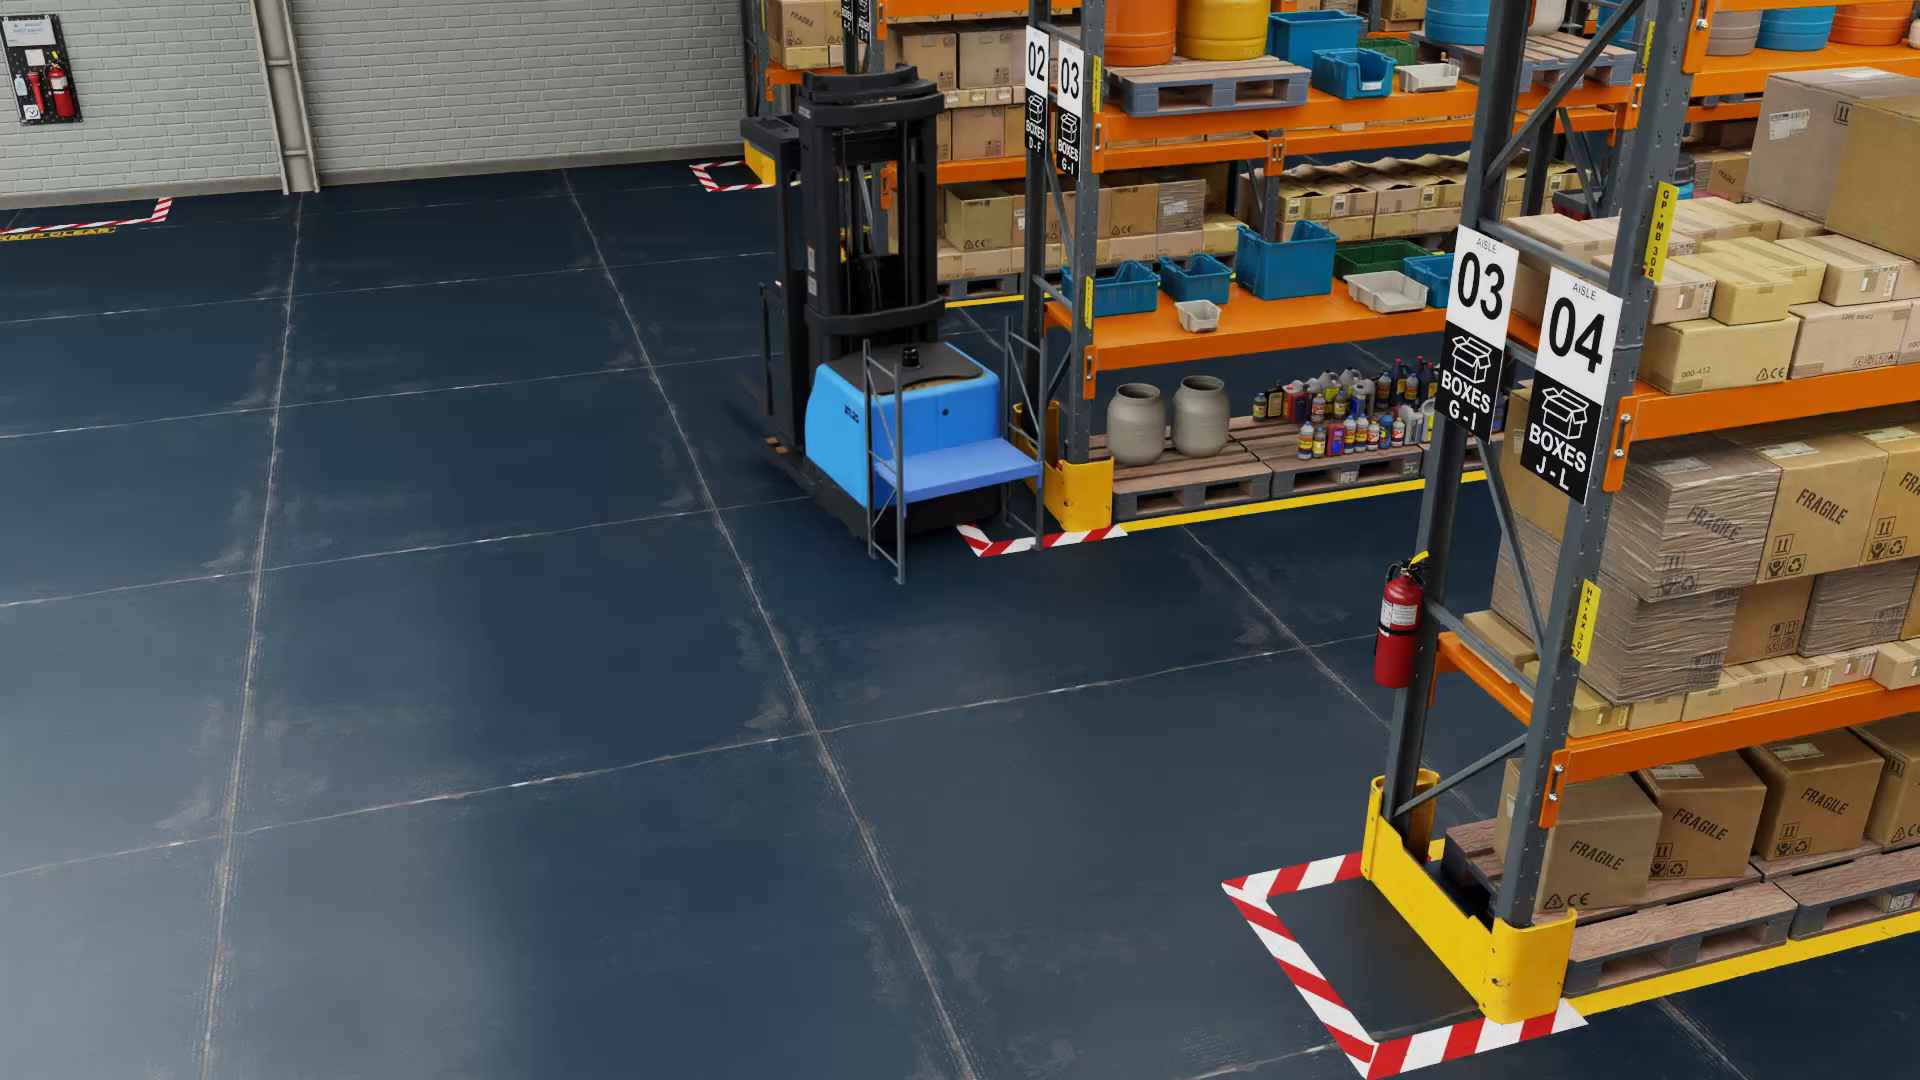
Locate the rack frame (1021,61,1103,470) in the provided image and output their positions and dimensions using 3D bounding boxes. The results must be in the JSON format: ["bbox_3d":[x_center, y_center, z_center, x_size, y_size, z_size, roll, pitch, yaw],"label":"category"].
[{"bbox_3d":[0.655,-1.626,11.147,0.127,3.000,1.000,-8,28,-16],"label":"rack frame"}]

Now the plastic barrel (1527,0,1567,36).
[{"bbox_3d":[3.988,-3.782,11.519,0.421,0.512,0.421,0,26,0],"label":"plastic barrel"}]

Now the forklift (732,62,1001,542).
[{"bbox_3d":[-0.845,-1.921,11.817,1.130,2.935,3.031,-13,29,-24],"label":"forklift"}]

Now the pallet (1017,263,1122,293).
[{"bbox_3d":[0.997,-2.761,16.569,1.213,0.211,1.003,-8,28,-16],"label":"pallet"}]

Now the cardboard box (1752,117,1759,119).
[{"bbox_3d":[9.049,-4.685,18.782,0.500,0.250,0.500,-8,28,-16],"label":"cardboard box"}]

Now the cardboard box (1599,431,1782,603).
[{"bbox_3d":[2.797,-0.118,6.538,0.500,0.500,0.500,-8,28,-16],"label":"cardboard box"}]

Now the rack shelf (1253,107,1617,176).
[{"bbox_3d":[4.830,-4.225,17.190,4.000,0.370,1.077,-8,28,-16],"label":"rack shelf"}]

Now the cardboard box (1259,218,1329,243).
[{"bbox_3d":[3.389,-3.179,16.895,0.500,0.250,0.500,-9,28,-17],"label":"cardboard box"}]

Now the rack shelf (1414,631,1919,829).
[{"bbox_3d":[4.091,0.515,7.643,4.000,0.370,1.077,-8,28,-16],"label":"rack shelf"}]

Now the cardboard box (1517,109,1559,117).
[{"bbox_3d":[5.962,-4.469,17.156,0.250,0.149,0.380,-8,28,-16],"label":"cardboard box"}]

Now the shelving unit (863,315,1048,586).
[{"bbox_3d":[-0.028,-0.585,10.736,1.048,1.500,0.538,-13,29,-24],"label":"shelving unit"}]

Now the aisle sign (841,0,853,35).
[{"bbox_3d":[-1.028,-5.001,15.020,0.004,0.787,0.394,-8,28,-16],"label":"aisle sign"}]

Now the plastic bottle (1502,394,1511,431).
[{"bbox_3d":[4.103,-0.952,12.348,0.133,0.283,0.061,-7,27,-14],"label":"plastic bottle"}]

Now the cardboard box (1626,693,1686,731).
[{"bbox_3d":[2.778,0.616,6.913,0.250,0.149,0.380,-8,28,-16],"label":"cardboard box"}]

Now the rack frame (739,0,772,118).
[{"bbox_3d":[-2.413,-5.815,19.584,0.127,3.000,1.000,-8,28,-16],"label":"rack frame"}]

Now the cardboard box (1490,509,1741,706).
[{"bbox_3d":[2.721,0.226,6.969,0.500,0.500,0.875,-8,28,-16],"label":"cardboard box"}]

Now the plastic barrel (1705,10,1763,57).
[{"bbox_3d":[5.497,-3.997,11.985,0.600,0.901,0.600,0,26,0],"label":"plastic barrel"}]

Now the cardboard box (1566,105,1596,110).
[{"bbox_3d":[6.372,-4.751,17.541,0.500,0.311,0.500,-7,27,-13],"label":"cardboard box"}]

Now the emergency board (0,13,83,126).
[{"bbox_3d":[-10.081,-5.127,18.198,0.643,1.169,0.194,-8,28,-16],"label":"emergency board"}]

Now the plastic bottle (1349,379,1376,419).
[{"bbox_3d":[3.049,-1.075,12.604,0.135,0.276,0.152,-8,28,-16],"label":"plastic bottle"}]

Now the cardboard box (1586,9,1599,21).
[{"bbox_3d":[8.531,-7.153,22.539,0.250,0.149,0.380,-8,27,-15],"label":"cardboard box"}]

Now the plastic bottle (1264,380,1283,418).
[{"bbox_3d":[2.371,-1.069,12.583,0.133,0.283,0.061,-8,27,-15],"label":"plastic bottle"}]

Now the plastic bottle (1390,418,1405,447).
[{"bbox_3d":[3.187,-0.791,12.116,0.097,0.201,0.097,0,26,0],"label":"plastic bottle"}]

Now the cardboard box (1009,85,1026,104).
[{"bbox_3d":[0.546,-4.162,15.413,0.250,0.149,0.380,-9,28,-18],"label":"cardboard box"}]

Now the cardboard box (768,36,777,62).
[{"bbox_3d":[-2.028,-5.903,19.908,0.500,0.250,0.500,-8,27,-15],"label":"cardboard box"}]

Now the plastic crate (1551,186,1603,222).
[{"bbox_3d":[4.824,-2.402,12.637,0.583,0.464,0.402,-8,28,-16],"label":"plastic crate"}]

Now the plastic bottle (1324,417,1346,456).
[{"bbox_3d":[2.697,-0.748,11.937,0.133,0.283,0.061,-8,27,-15],"label":"plastic bottle"}]

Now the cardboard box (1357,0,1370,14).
[{"bbox_3d":[5.562,-7.280,22.066,0.500,0.500,0.500,-8,28,-16],"label":"cardboard box"}]

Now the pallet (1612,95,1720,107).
[{"bbox_3d":[7.355,-4.860,17.876,1.003,0.211,1.213,-8,28,-16],"label":"pallet"}]

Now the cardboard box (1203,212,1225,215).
[{"bbox_3d":[2.394,-3.293,17.123,0.500,0.250,0.500,-8,28,-16],"label":"cardboard box"}]

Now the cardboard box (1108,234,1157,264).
[{"bbox_3d":[1.606,-2.932,16.397,0.500,0.250,0.500,-8,28,-16],"label":"cardboard box"}]

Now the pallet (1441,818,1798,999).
[{"bbox_3d":[3.045,1.610,7.765,1.213,0.211,1.003,-8,28,-16],"label":"pallet"}]

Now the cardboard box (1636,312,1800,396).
[{"bbox_3d":[2.727,-0.765,6.208,0.500,0.250,0.500,-7,27,-15],"label":"cardboard box"}]

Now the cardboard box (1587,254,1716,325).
[{"bbox_3d":[2.523,-0.927,6.085,0.250,0.149,0.380,-8,28,-16],"label":"cardboard box"}]

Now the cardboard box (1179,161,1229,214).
[{"bbox_3d":[2.391,-3.633,16.965,0.500,0.500,0.500,-8,28,-16],"label":"cardboard box"}]

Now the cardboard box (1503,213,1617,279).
[{"bbox_3d":[2.357,-1.157,6.549,0.250,0.149,0.380,-8,28,-16],"label":"cardboard box"}]

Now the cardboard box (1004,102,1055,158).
[{"bbox_3d":[0.545,-3.965,15.745,0.500,0.500,0.700,-8,28,-16],"label":"cardboard box"}]

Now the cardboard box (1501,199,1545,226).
[{"bbox_3d":[5.818,-3.531,17.604,0.500,0.250,0.500,-9,28,-17],"label":"cardboard box"}]

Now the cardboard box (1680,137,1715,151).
[{"bbox_3d":[8.041,-4.199,18.646,0.500,0.500,0.500,-9,28,-18],"label":"cardboard box"}]

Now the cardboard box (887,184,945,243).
[{"bbox_3d":[-0.457,-3.213,16.120,0.500,0.500,0.500,-8,28,-16],"label":"cardboard box"}]

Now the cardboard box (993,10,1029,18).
[{"bbox_3d":[0.564,-6.376,20.018,0.500,0.500,0.500,-8,28,-16],"label":"cardboard box"}]

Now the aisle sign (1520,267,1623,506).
[{"bbox_3d":[2.223,-0.561,6.078,0.004,0.787,0.394,-8,28,-16],"label":"aisle sign"}]

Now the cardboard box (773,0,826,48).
[{"bbox_3d":[-1.866,-6.031,19.323,0.500,0.500,0.500,-8,28,-16],"label":"cardboard box"}]

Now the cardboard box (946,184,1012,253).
[{"bbox_3d":[0.179,-3.063,15.817,0.500,0.500,0.500,-8,28,-16],"label":"cardboard box"}]

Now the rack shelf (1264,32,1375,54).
[{"bbox_3d":[3.293,-6.319,21.408,4.000,0.370,1.077,-8,28,-16],"label":"rack shelf"}]

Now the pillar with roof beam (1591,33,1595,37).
[{"bbox_3d":[10.728,-8.796,18.843,0.400,9.000,9.100,-8,28,-16],"label":"pillar with roof beam"}]

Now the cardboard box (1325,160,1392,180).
[{"bbox_3d":[4.193,-3.798,17.512,0.500,0.311,0.500,-8,28,-16],"label":"cardboard box"}]

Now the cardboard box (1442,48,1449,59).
[{"bbox_3d":[6.769,-6.306,22.517,0.750,0.750,0.750,-8,28,-16],"label":"cardboard box"}]

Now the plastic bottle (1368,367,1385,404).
[{"bbox_3d":[3.213,-1.191,12.829,0.133,0.283,0.061,-7,27,-14],"label":"plastic bottle"}]

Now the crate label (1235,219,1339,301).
[{"bbox_3d":[2.322,-2.010,11.880,0.616,0.435,0.502,-8,28,-16],"label":"crate label"}]

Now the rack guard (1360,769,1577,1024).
[{"bbox_3d":[2.261,1.577,7.505,0.348,0.500,1.175,-8,28,-16],"label":"rack guard"}]

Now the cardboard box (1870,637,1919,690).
[{"bbox_3d":[3.990,0.477,7.194,0.250,0.149,0.380,-8,28,-16],"label":"cardboard box"}]

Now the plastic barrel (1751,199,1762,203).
[{"bbox_3d":[6.134,-2.378,12.508,0.433,0.535,0.433,0,26,0],"label":"plastic barrel"}]

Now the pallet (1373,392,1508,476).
[{"bbox_3d":[3.807,-0.853,12.725,1.213,0.211,1.003,-8,28,-16],"label":"pallet"}]

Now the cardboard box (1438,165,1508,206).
[{"bbox_3d":[5.337,-3.711,17.336,0.500,0.311,0.500,-8,28,-16],"label":"cardboard box"}]

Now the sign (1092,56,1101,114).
[{"bbox_3d":[0.822,-2.740,10.008,0.005,0.325,0.100,-8,28,-16],"label":"sign"}]
